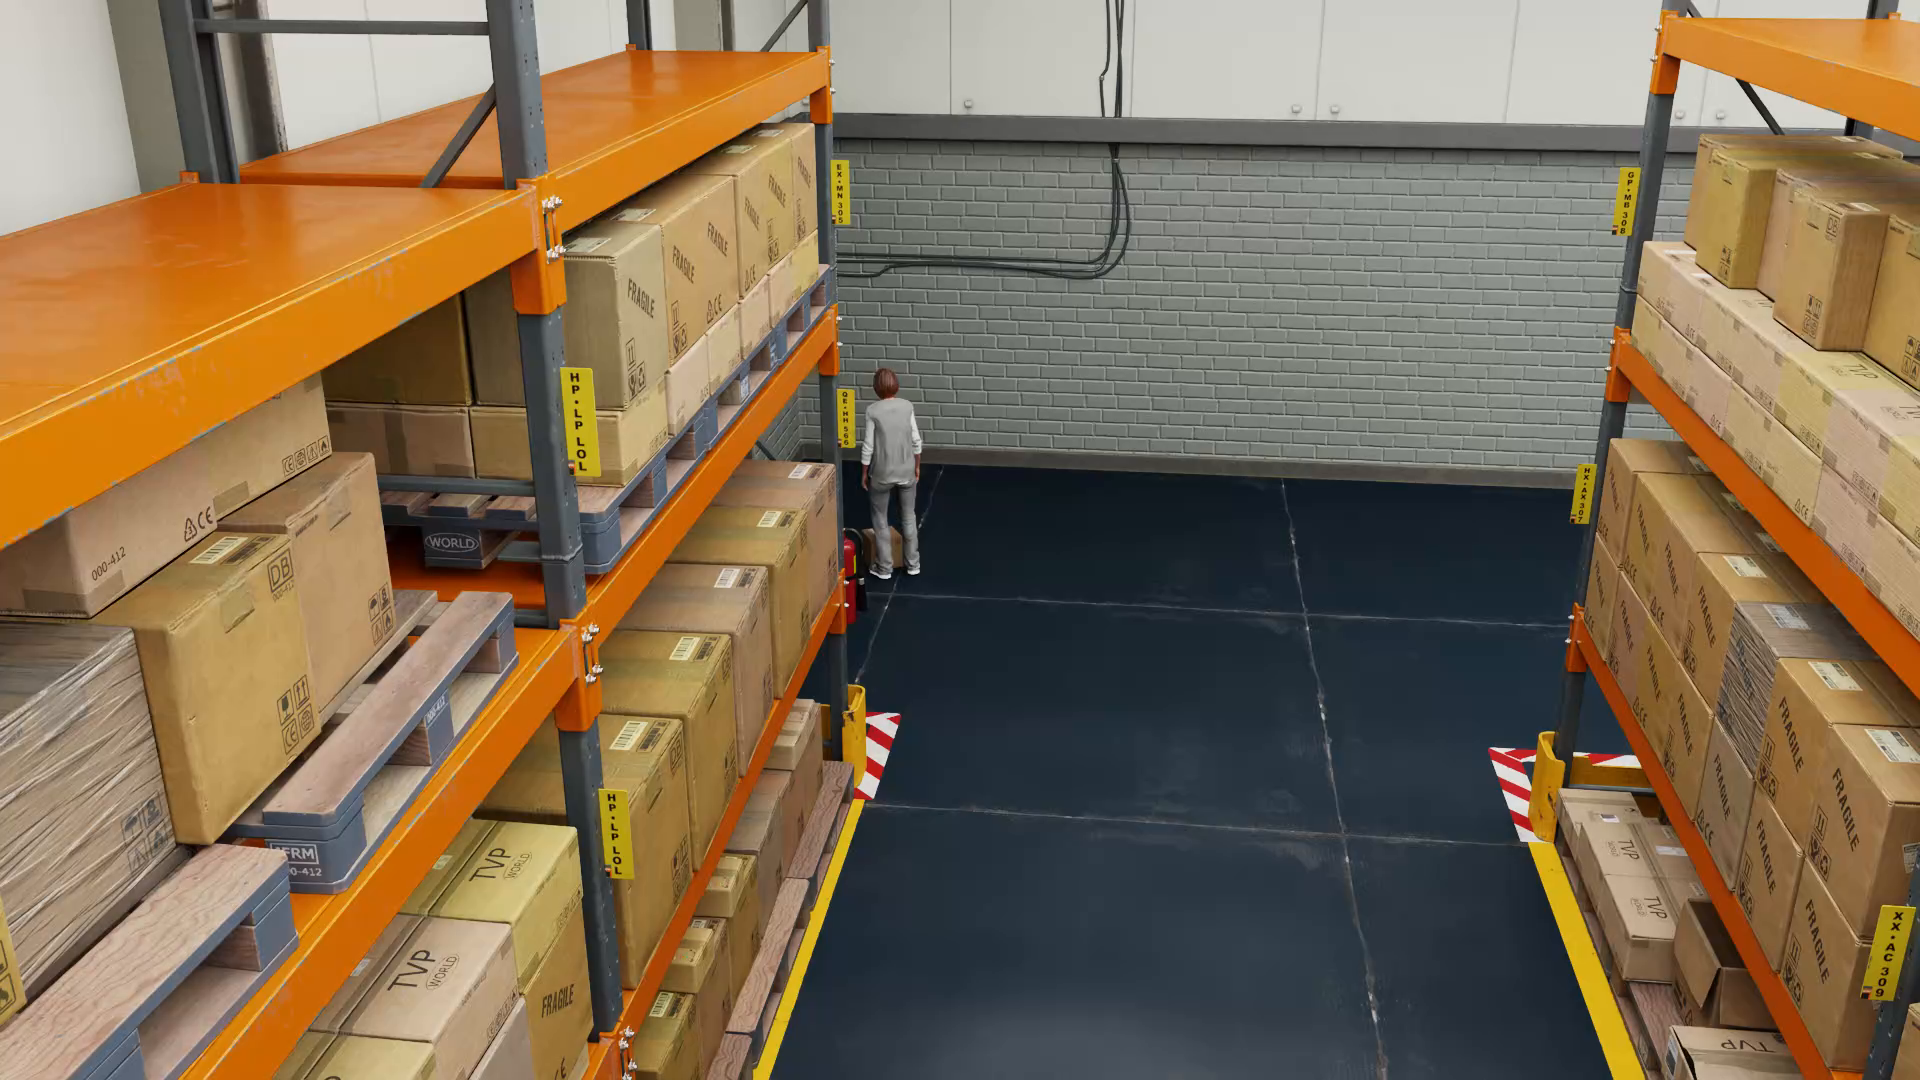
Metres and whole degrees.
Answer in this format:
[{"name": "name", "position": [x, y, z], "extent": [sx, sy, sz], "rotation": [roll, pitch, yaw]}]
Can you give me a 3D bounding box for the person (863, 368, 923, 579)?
[{"name": "person", "position": [-0.500, -0.480, 12.322], "extent": [0.461, 1.591, 0.346], "rotation": [-7, 23, -18]}]
